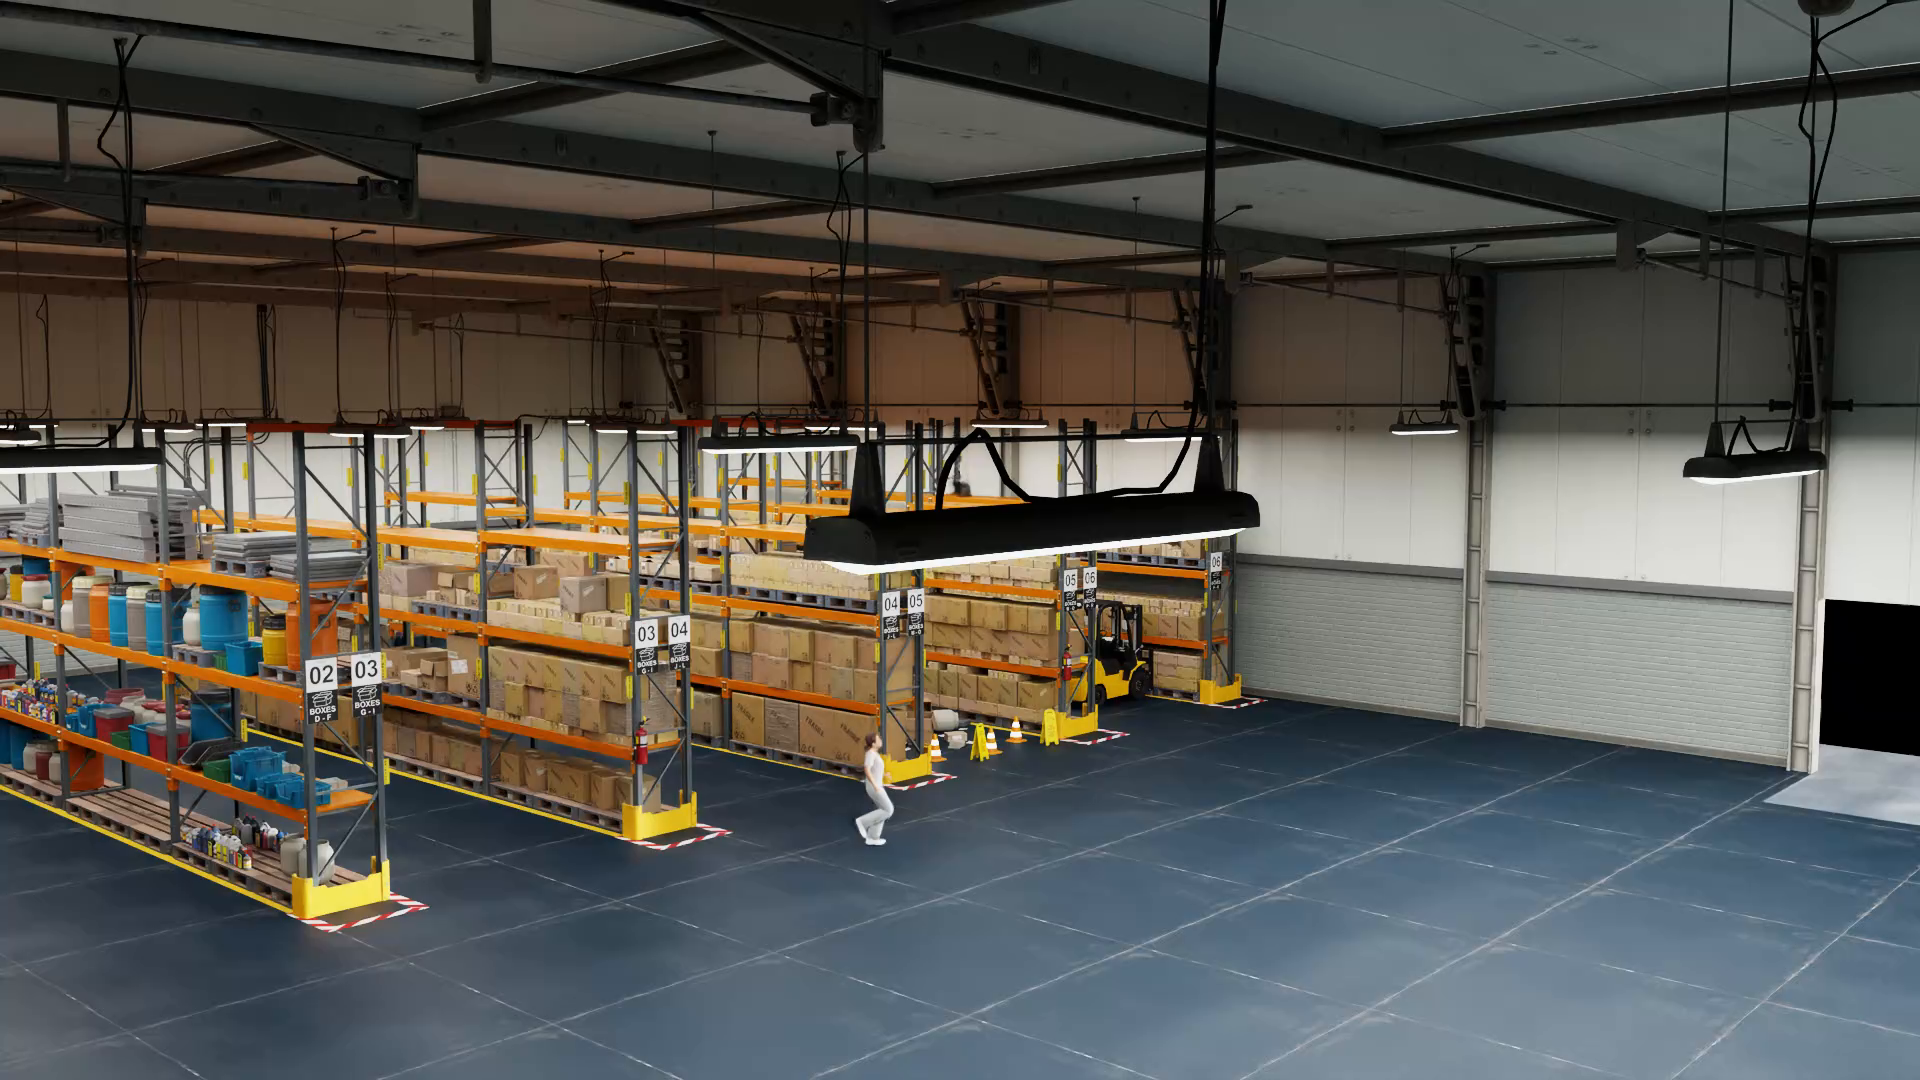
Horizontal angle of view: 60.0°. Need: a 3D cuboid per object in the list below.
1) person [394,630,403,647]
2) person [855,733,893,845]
[{"bbox_3d":[-13.505,2.294,40.069,0.517,1.528,0.559,-2,5,-21],"label":"person"},{"bbox_3d":[-1.235,3.571,23.872,0.547,1.624,0.611,0,5,-5],"label":"person"}]
